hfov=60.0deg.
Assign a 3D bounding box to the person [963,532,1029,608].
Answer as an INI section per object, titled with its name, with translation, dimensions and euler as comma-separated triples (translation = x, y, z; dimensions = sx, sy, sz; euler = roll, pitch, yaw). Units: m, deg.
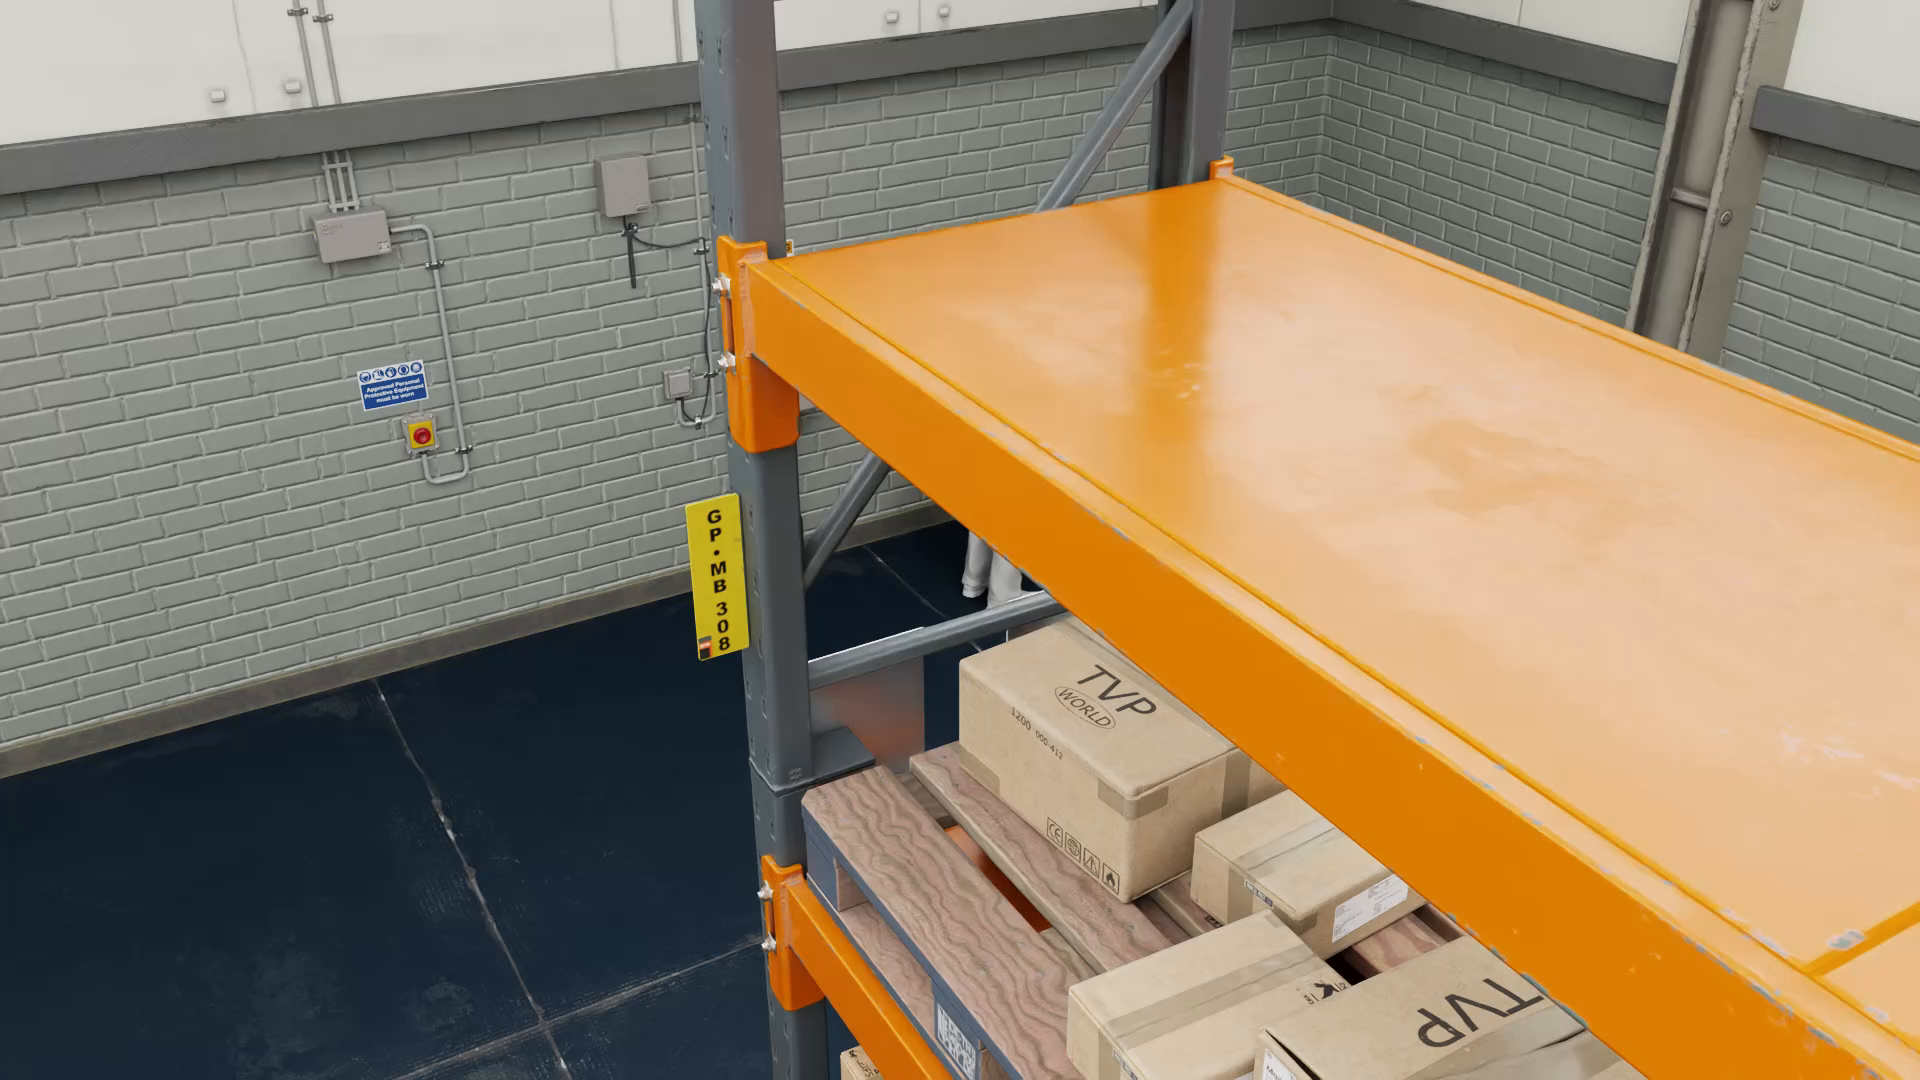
[person]
translation = 0.215, -0.441, 9.393
dimensions = 0.421, 1.774, 0.656
euler = -17, 33, -28
